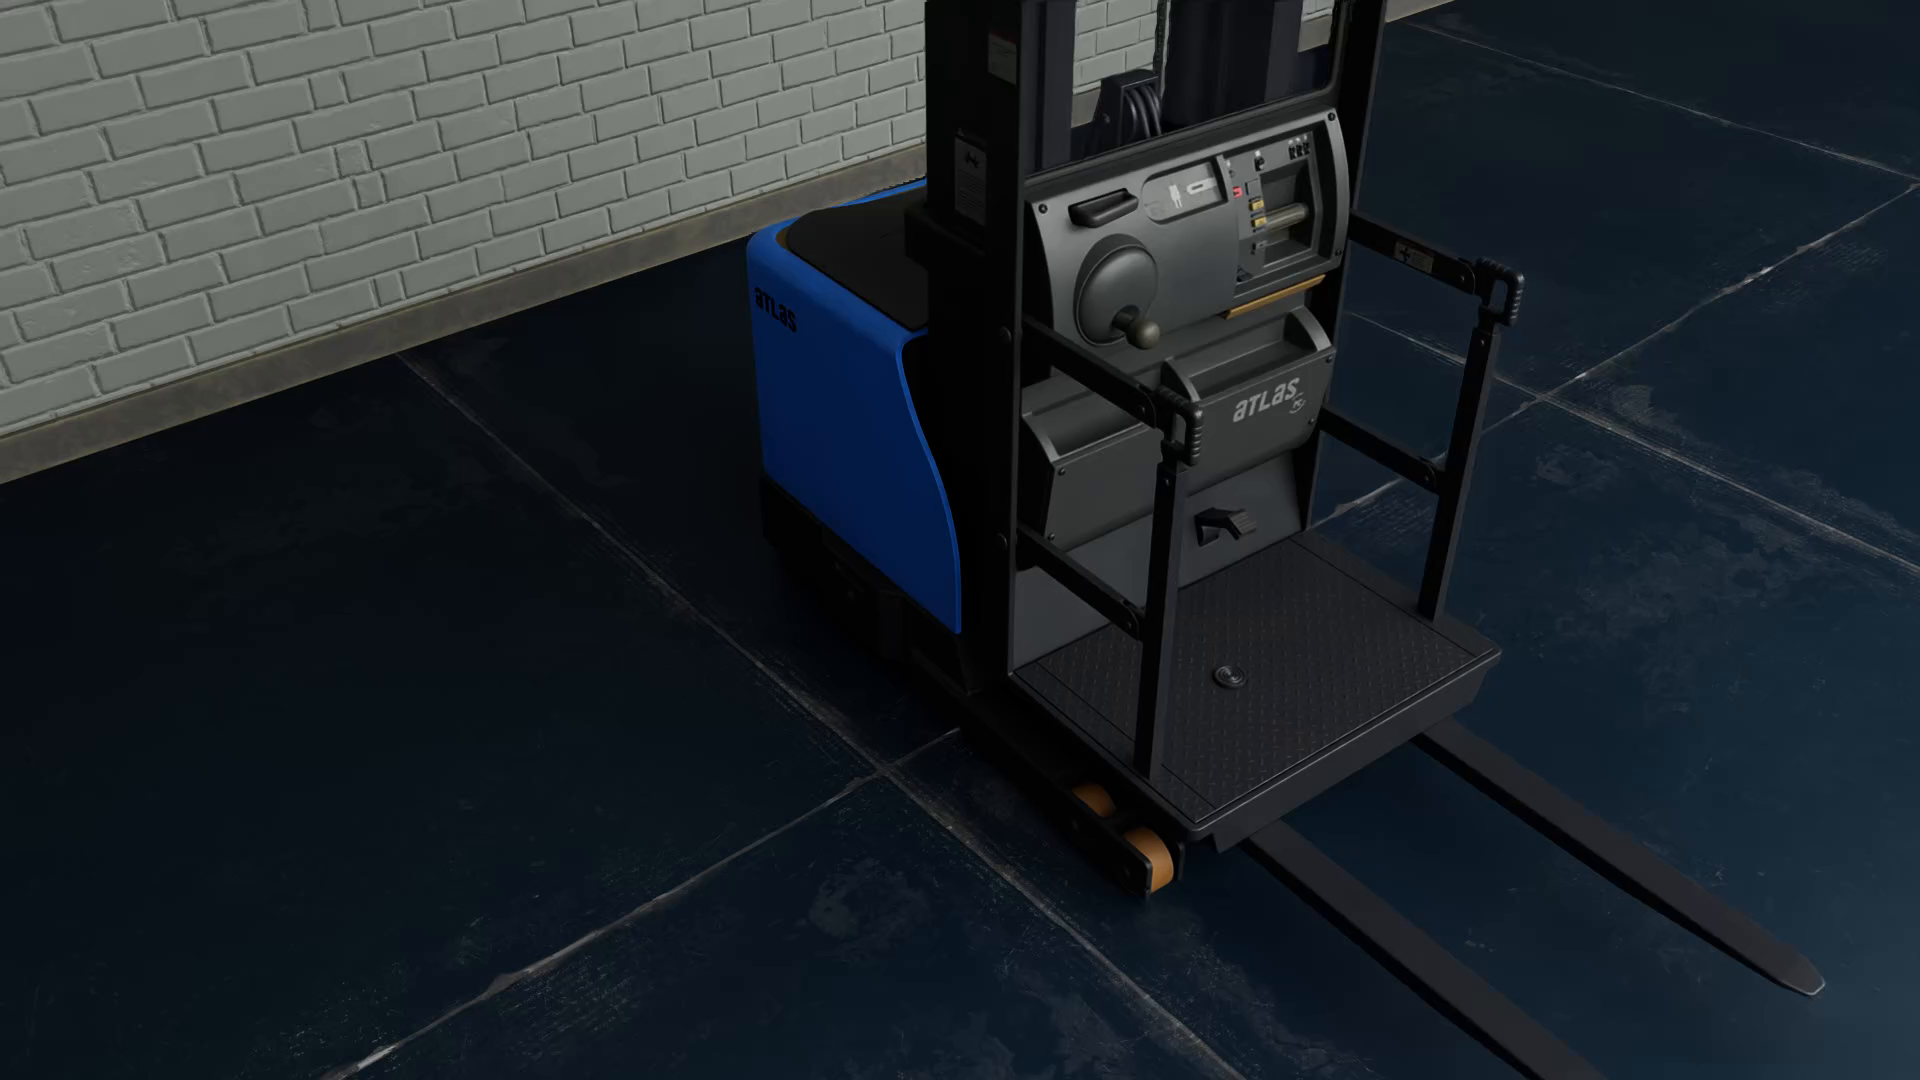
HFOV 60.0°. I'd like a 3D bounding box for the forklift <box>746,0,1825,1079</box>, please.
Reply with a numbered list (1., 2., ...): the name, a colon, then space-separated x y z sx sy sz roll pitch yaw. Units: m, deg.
1. forklift: 0.671 -0.658 3.644 1.130 2.935 3.031 -23 41 -29
